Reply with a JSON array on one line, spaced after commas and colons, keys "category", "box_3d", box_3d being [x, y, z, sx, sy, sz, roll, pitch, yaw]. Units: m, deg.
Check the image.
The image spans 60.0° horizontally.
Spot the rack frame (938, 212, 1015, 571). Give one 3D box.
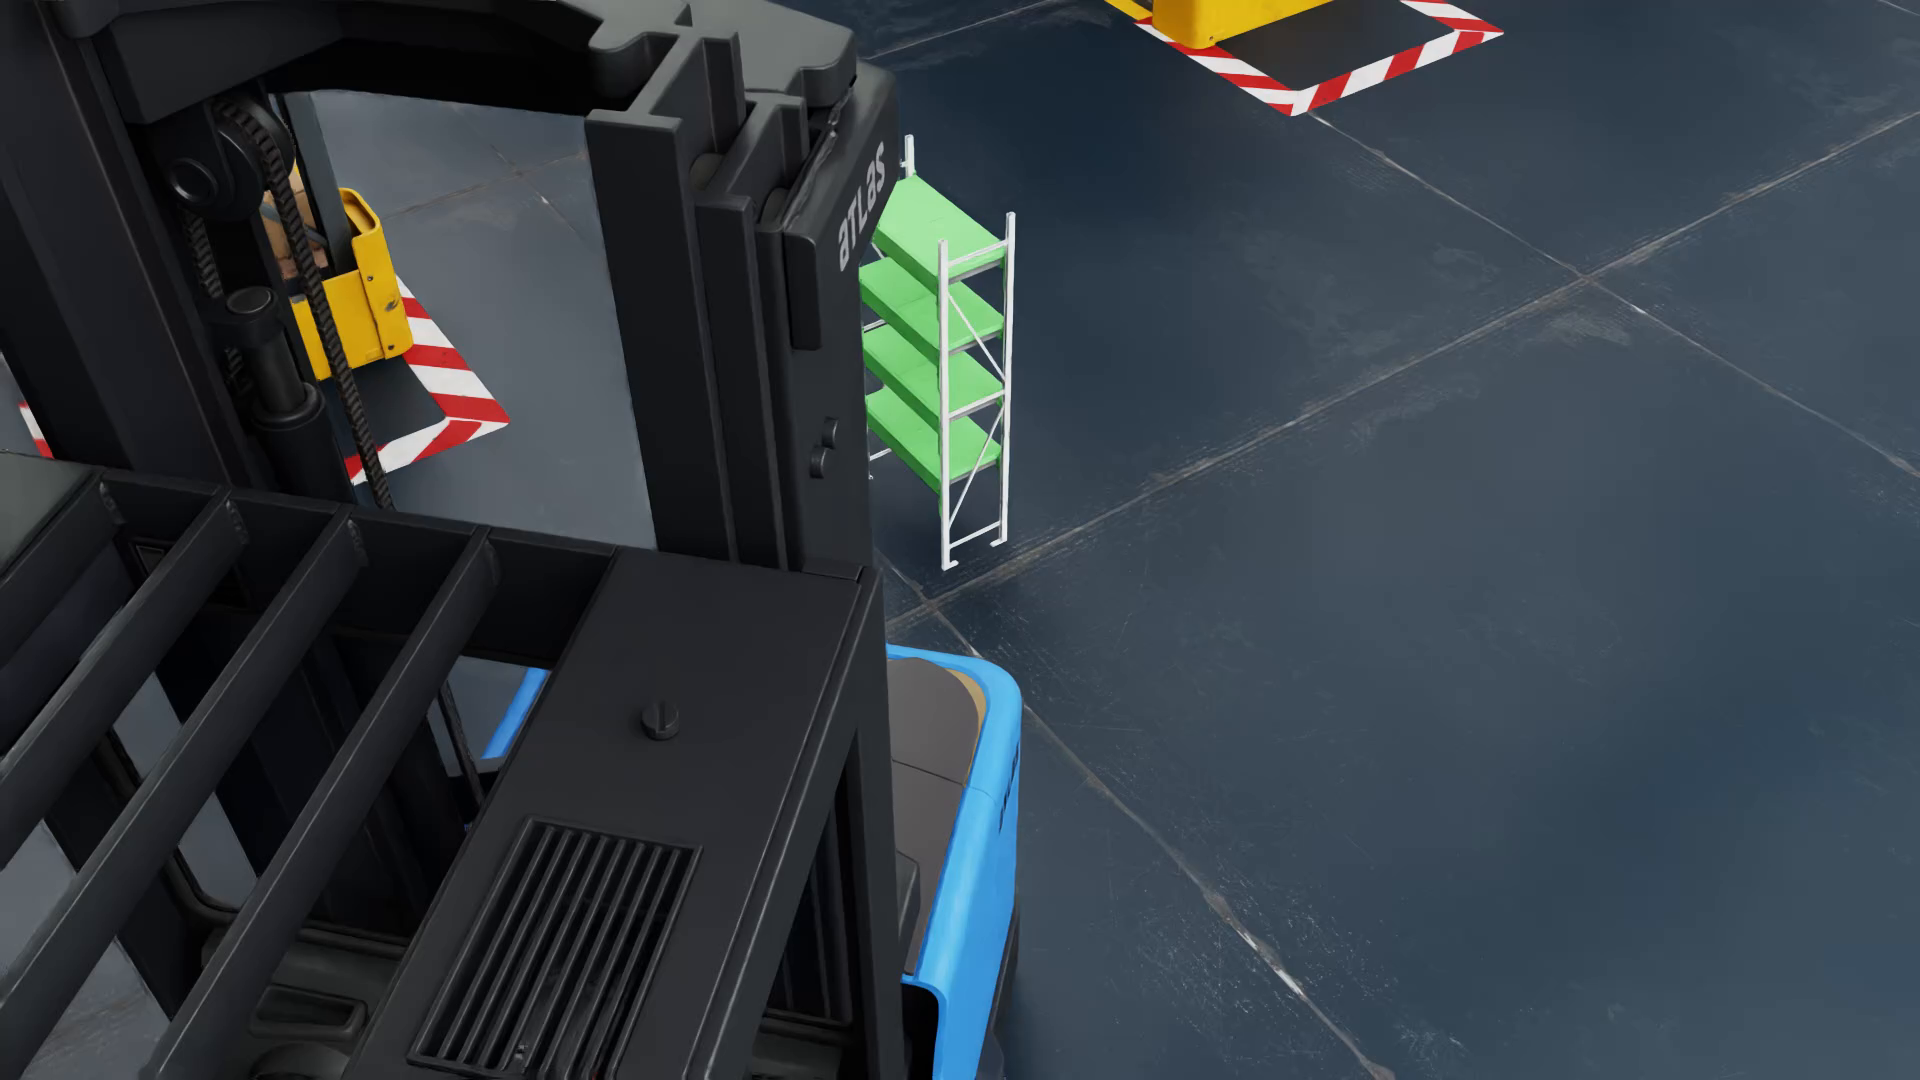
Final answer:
[{"category": "rack frame", "box_3d": [0.045, -0.390, 4.789, 0.240, 1.200, 0.015, -26, 49, -24]}]

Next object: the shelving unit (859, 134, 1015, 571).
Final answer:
[{"category": "shelving unit", "box_3d": [-0.095, -0.528, 4.934, 0.258, 1.200, 0.503, -26, 49, -24]}]

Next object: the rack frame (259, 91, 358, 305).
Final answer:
[{"category": "rack frame", "box_3d": [-2.535, -1.658, 4.814, 1.000, 3.000, 0.127, -26, 49, -24]}]

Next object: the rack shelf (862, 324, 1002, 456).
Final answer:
[{"category": "rack shelf", "box_3d": [-0.095, -0.482, 4.978, 0.258, 0.148, 0.480, -26, 49, -24]}]

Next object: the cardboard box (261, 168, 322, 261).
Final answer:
[{"category": "cardboard box", "box_3d": [-2.659, -1.207, 6.029, 0.500, 0.250, 0.500, -26, 49, -24]}]

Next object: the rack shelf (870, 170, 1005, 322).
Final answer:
[{"category": "rack shelf", "box_3d": [-0.095, -0.829, 4.647, 0.258, 0.148, 0.480, -26, 49, -24]}]

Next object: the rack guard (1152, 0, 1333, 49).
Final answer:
[{"category": "rack guard", "box_3d": [1.448, -2.732, 7.750, 1.175, 0.500, 0.348, -26, 49, -24]}]

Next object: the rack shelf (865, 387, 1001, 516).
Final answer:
[{"category": "rack shelf", "box_3d": [-0.095, -0.308, 5.144, 0.258, 0.148, 0.480, -26, 49, -24]}]

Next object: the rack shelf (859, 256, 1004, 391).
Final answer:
[{"category": "rack shelf", "box_3d": [-0.095, -0.655, 4.812, 0.258, 0.148, 0.480, -26, 49, -24]}]

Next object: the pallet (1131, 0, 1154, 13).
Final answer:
[{"category": "pallet", "box_3d": [0.988, -3.090, 8.334, 1.003, 0.211, 1.213, -26, 49, -24]}]

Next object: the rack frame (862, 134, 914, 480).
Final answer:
[{"category": "rack frame", "box_3d": [-0.234, -0.666, 5.079, 0.240, 1.200, 0.015, -26, 49, -24]}]

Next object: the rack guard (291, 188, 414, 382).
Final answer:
[{"category": "rack guard", "box_3d": [-2.521, -0.740, 5.663, 1.175, 0.500, 0.348, -26, 49, -24]}]

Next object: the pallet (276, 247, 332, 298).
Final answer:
[{"category": "pallet", "box_3d": [-3.007, -1.066, 6.213, 1.003, 0.211, 1.213, -26, 49, -24]}]

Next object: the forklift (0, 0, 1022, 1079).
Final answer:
[{"category": "forklift", "box_3d": [-0.668, 0.898, 2.186, 1.130, 2.935, 3.031, 8, 44, 9]}]
